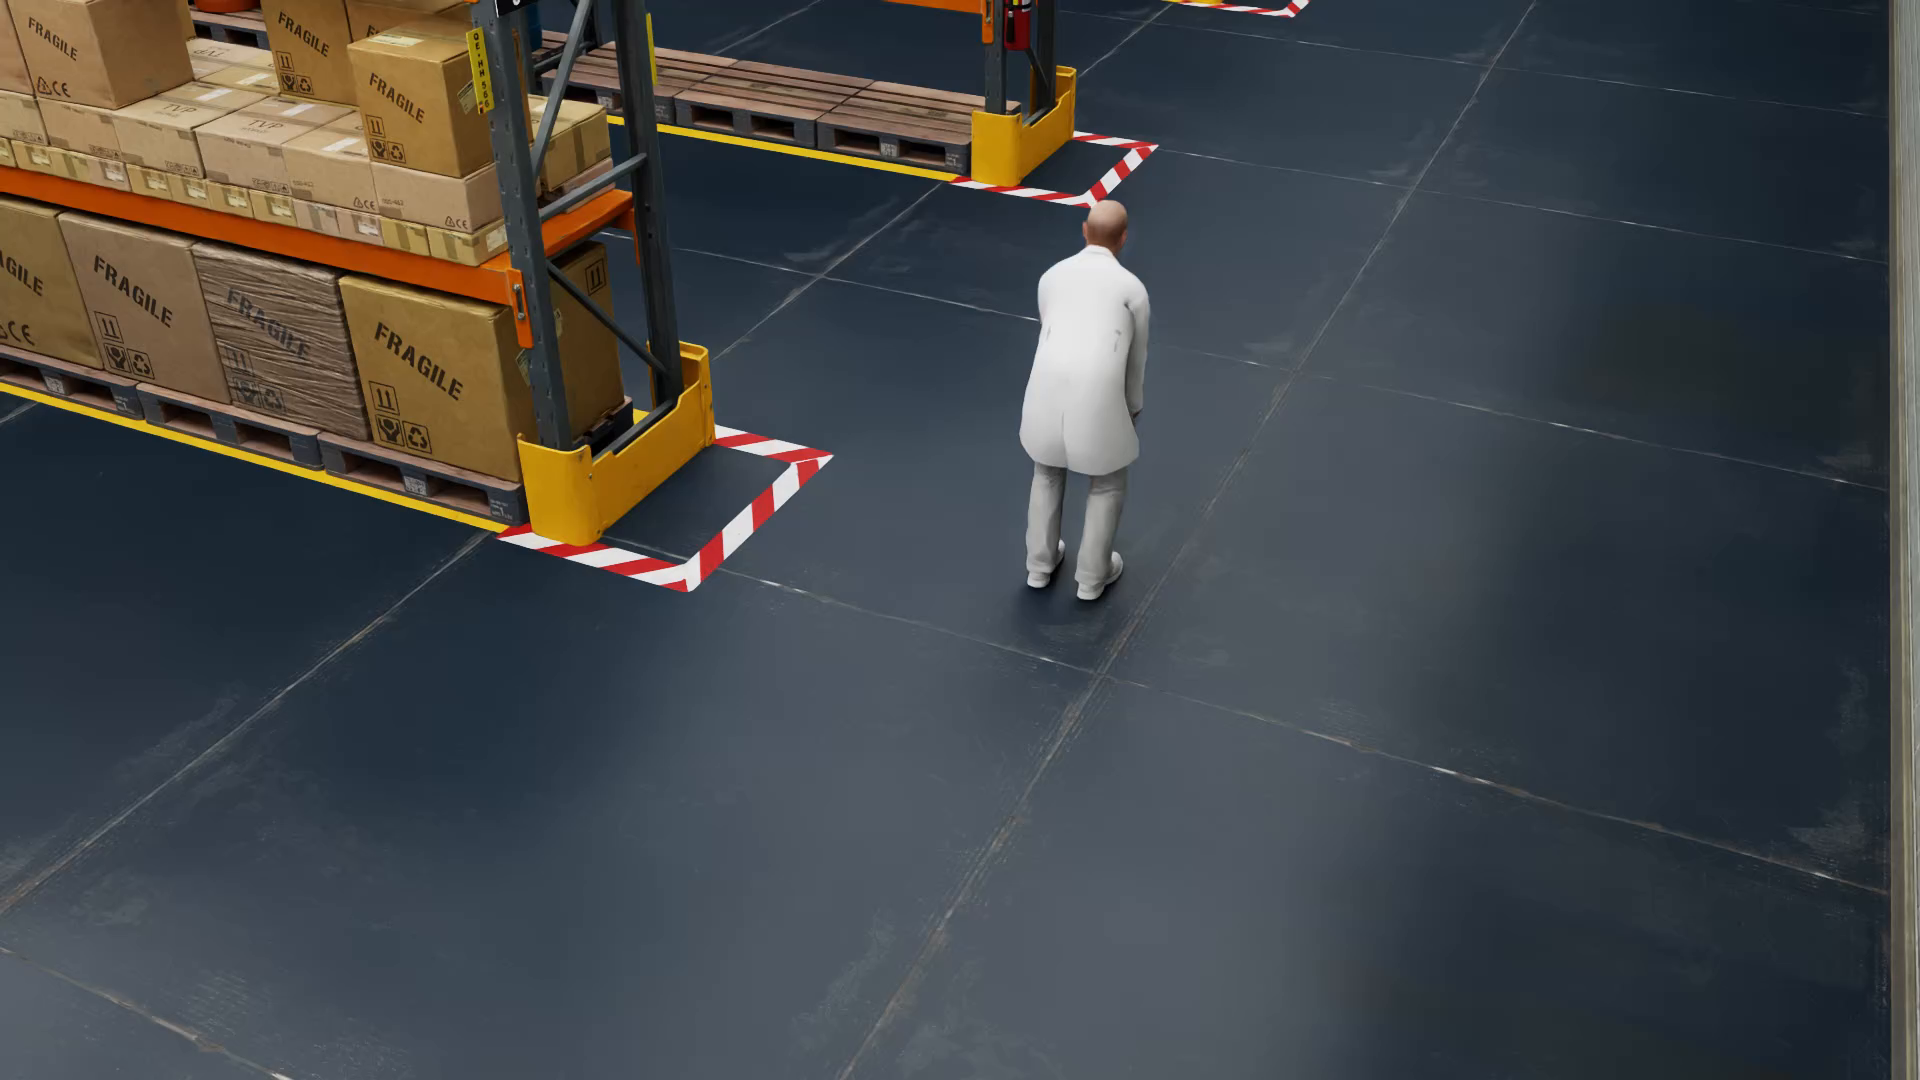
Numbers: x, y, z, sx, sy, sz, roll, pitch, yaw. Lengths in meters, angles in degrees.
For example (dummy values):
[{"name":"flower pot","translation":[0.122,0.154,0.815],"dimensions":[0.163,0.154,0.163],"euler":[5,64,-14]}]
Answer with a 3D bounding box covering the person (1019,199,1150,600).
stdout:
[{"name":"person","translation":[0.549,-0.585,7.143],"dimensions":[0.540,1.679,0.627],"euler":[14,36,20]}]
